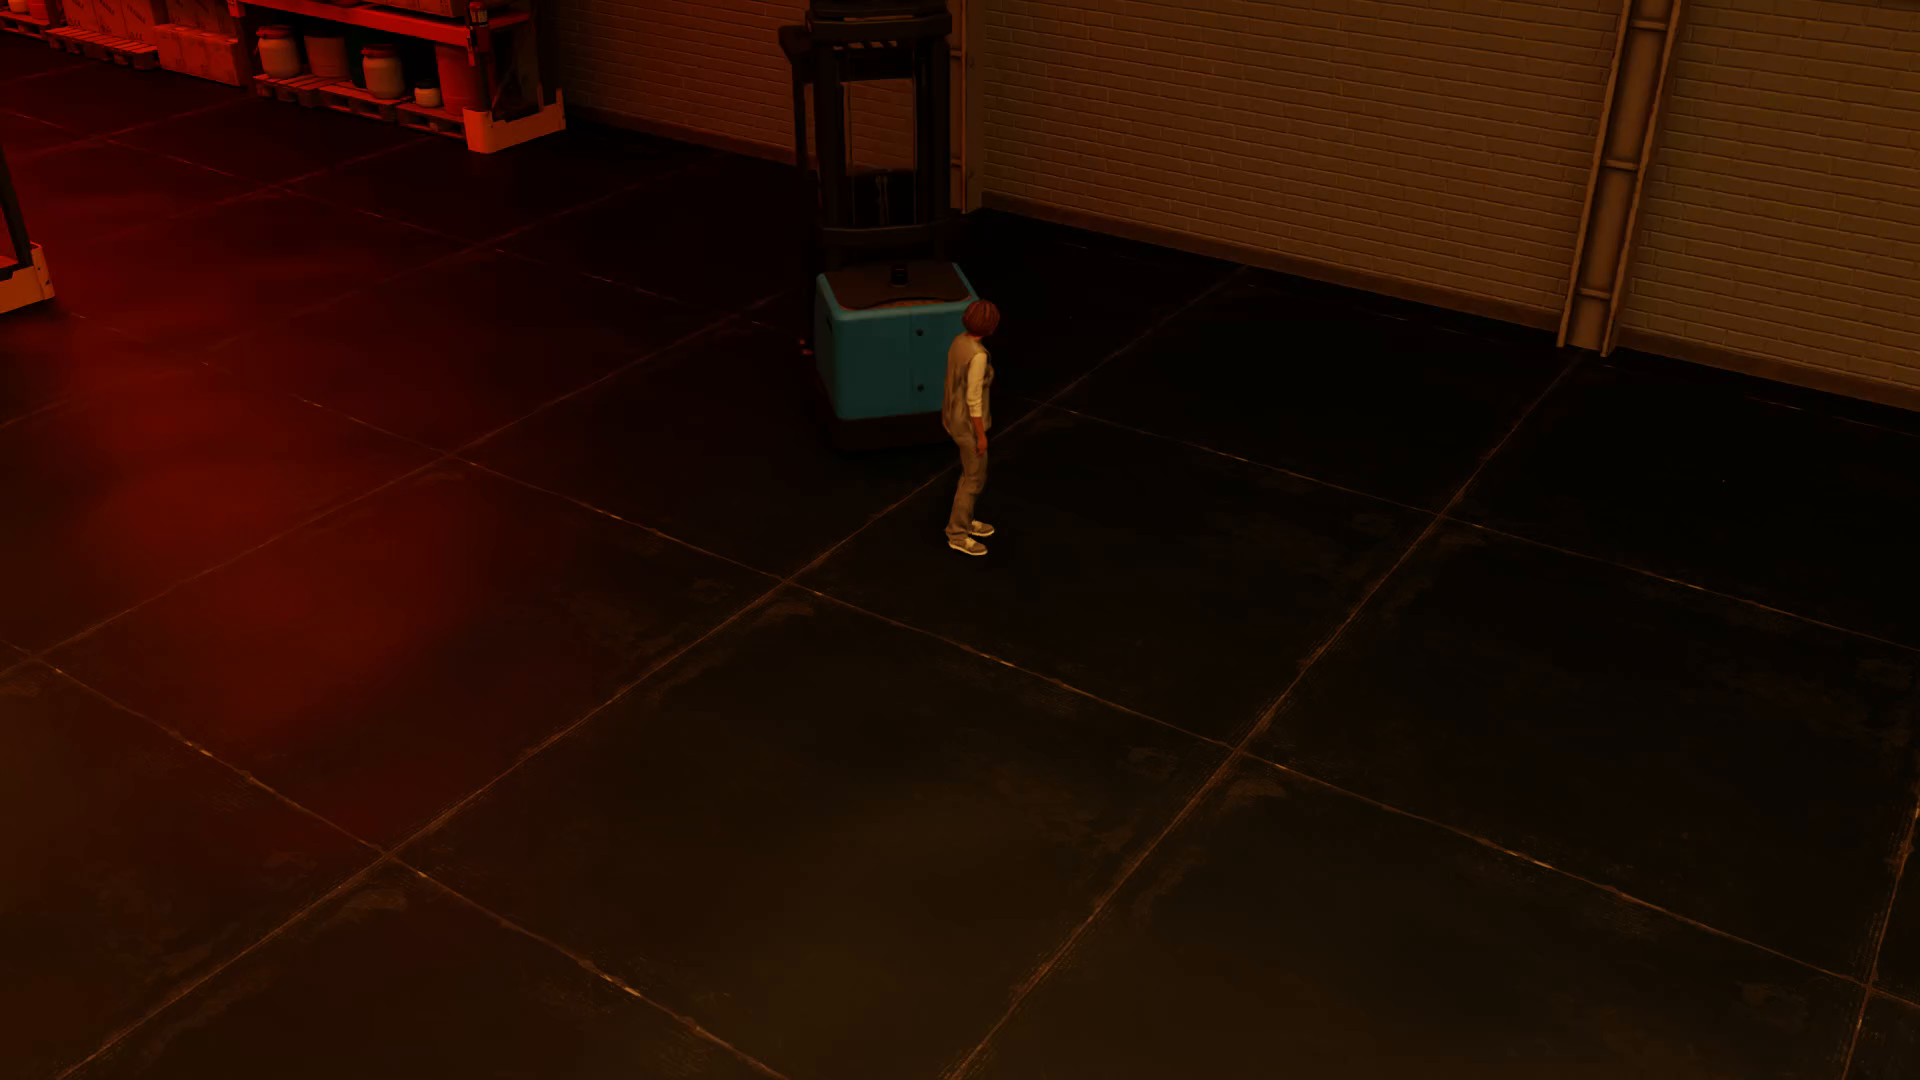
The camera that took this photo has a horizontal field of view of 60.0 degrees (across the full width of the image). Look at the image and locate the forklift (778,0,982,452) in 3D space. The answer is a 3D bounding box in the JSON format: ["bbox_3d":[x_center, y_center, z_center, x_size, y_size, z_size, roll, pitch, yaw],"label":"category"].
[{"bbox_3d":[-0.665,-2.599,12.056,1.130,2.935,3.031,-7,31,-11],"label":"forklift"}]

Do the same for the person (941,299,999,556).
[{"bbox_3d":[0.057,-0.704,10.139,0.363,1.583,0.527,-8,31,-14],"label":"person"}]
